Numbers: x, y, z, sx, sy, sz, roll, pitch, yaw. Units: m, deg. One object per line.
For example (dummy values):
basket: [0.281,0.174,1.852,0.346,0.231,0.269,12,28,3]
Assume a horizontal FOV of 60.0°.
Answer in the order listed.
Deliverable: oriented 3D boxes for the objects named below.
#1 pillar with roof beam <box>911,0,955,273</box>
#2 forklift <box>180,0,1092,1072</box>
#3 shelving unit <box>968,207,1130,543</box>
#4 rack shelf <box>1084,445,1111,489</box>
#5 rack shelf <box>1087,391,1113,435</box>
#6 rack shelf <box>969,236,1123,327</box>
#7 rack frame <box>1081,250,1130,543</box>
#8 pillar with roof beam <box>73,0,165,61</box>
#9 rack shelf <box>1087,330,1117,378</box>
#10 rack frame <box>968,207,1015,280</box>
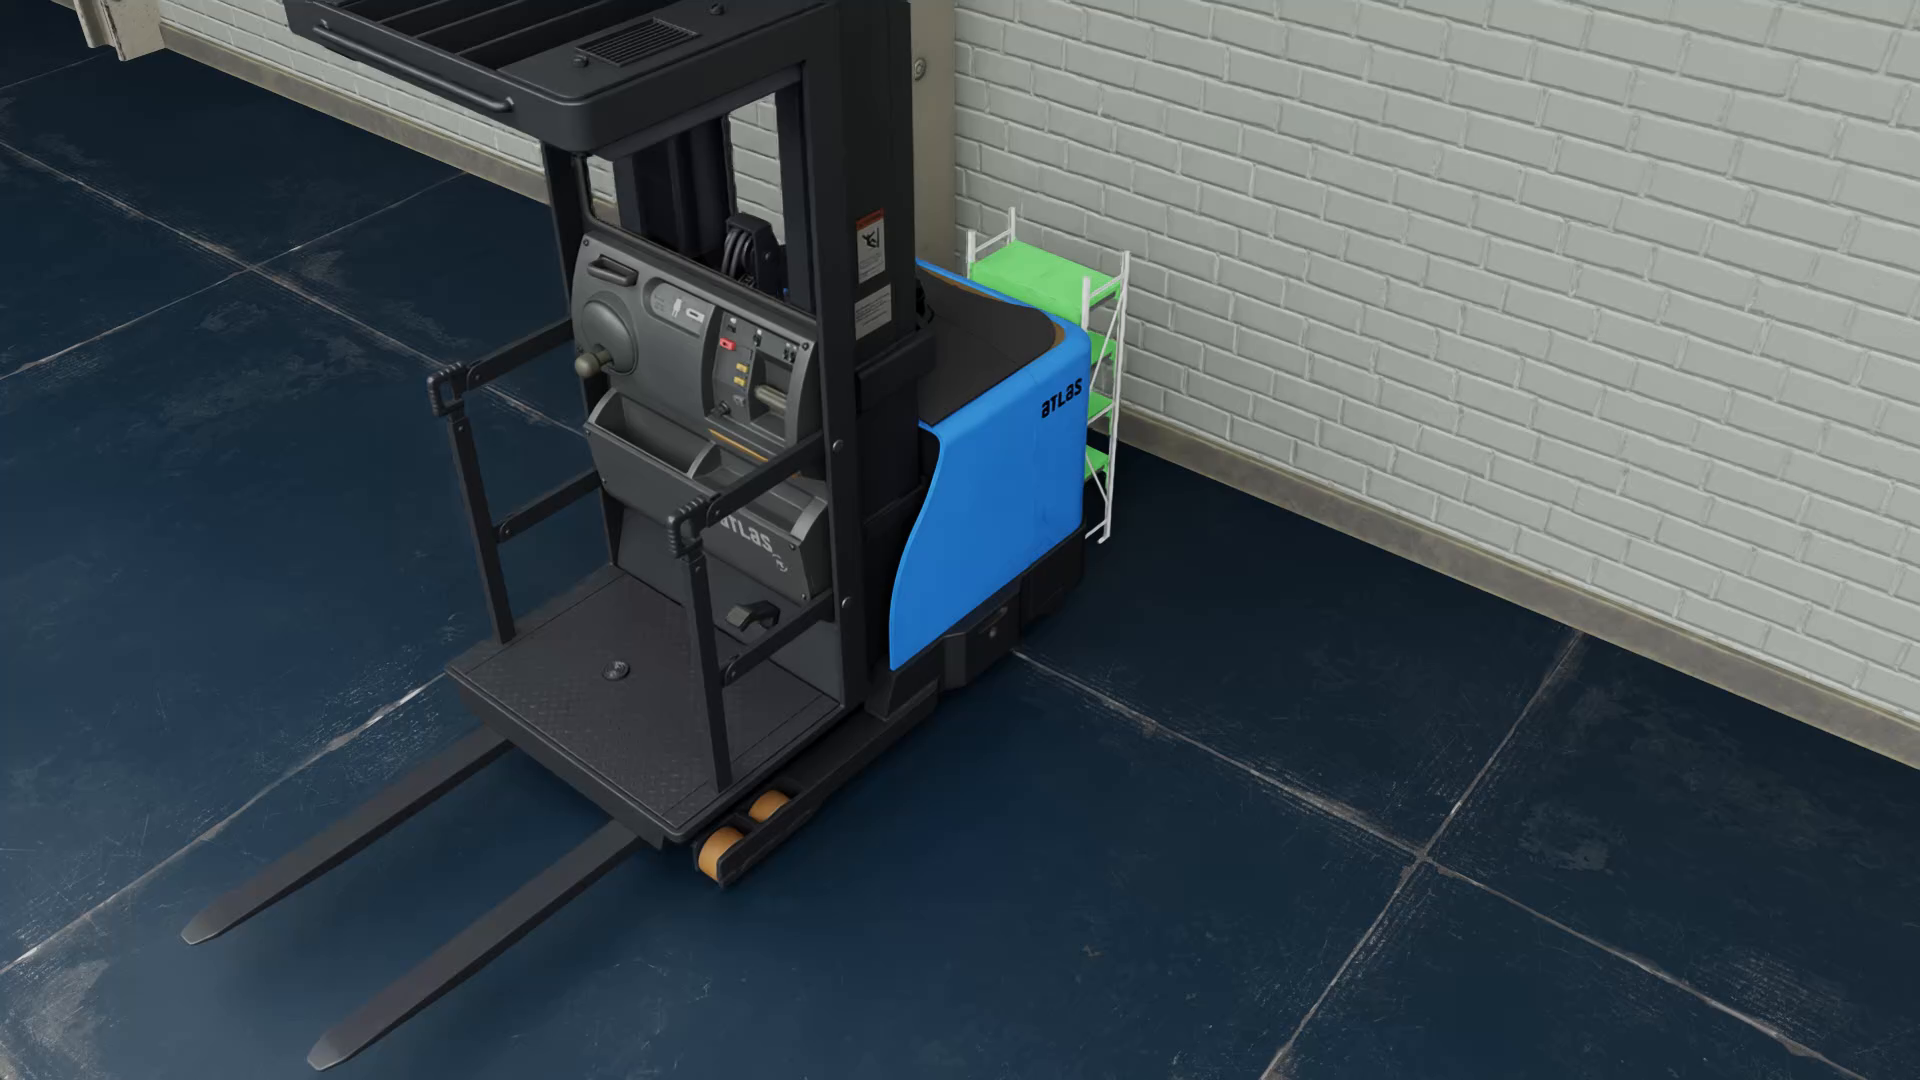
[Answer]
pillar with roof beam: [-2.883,-2.181,1.736,0.400,9.000,9.100,25,45,29]
forklift: [-0.891,-0.487,4.494,1.130,2.935,3.031,27,46,31]
shelving unit: [0.295,-0.530,5.953,0.503,1.200,0.258,27,46,31]
rack shelf: [0.295,-0.290,6.140,0.480,0.148,0.258,27,46,31]
rack shelf: [0.295,-0.480,5.993,0.480,0.148,0.258,27,46,31]
rack shelf: [0.296,-0.858,5.697,0.480,0.148,0.258,27,46,31]
rack frame: [0.482,-0.433,5.829,0.015,1.200,0.240,27,46,31]
pillar with roof beam: [-7.648,-4.428,4.606,0.400,9.000,9.100,25,45,29]
rack shelf: [0.296,-0.669,5.845,0.480,0.148,0.258,27,46,31]
rack frame: [0.109,-0.627,6.077,0.015,1.200,0.240,27,46,31]
